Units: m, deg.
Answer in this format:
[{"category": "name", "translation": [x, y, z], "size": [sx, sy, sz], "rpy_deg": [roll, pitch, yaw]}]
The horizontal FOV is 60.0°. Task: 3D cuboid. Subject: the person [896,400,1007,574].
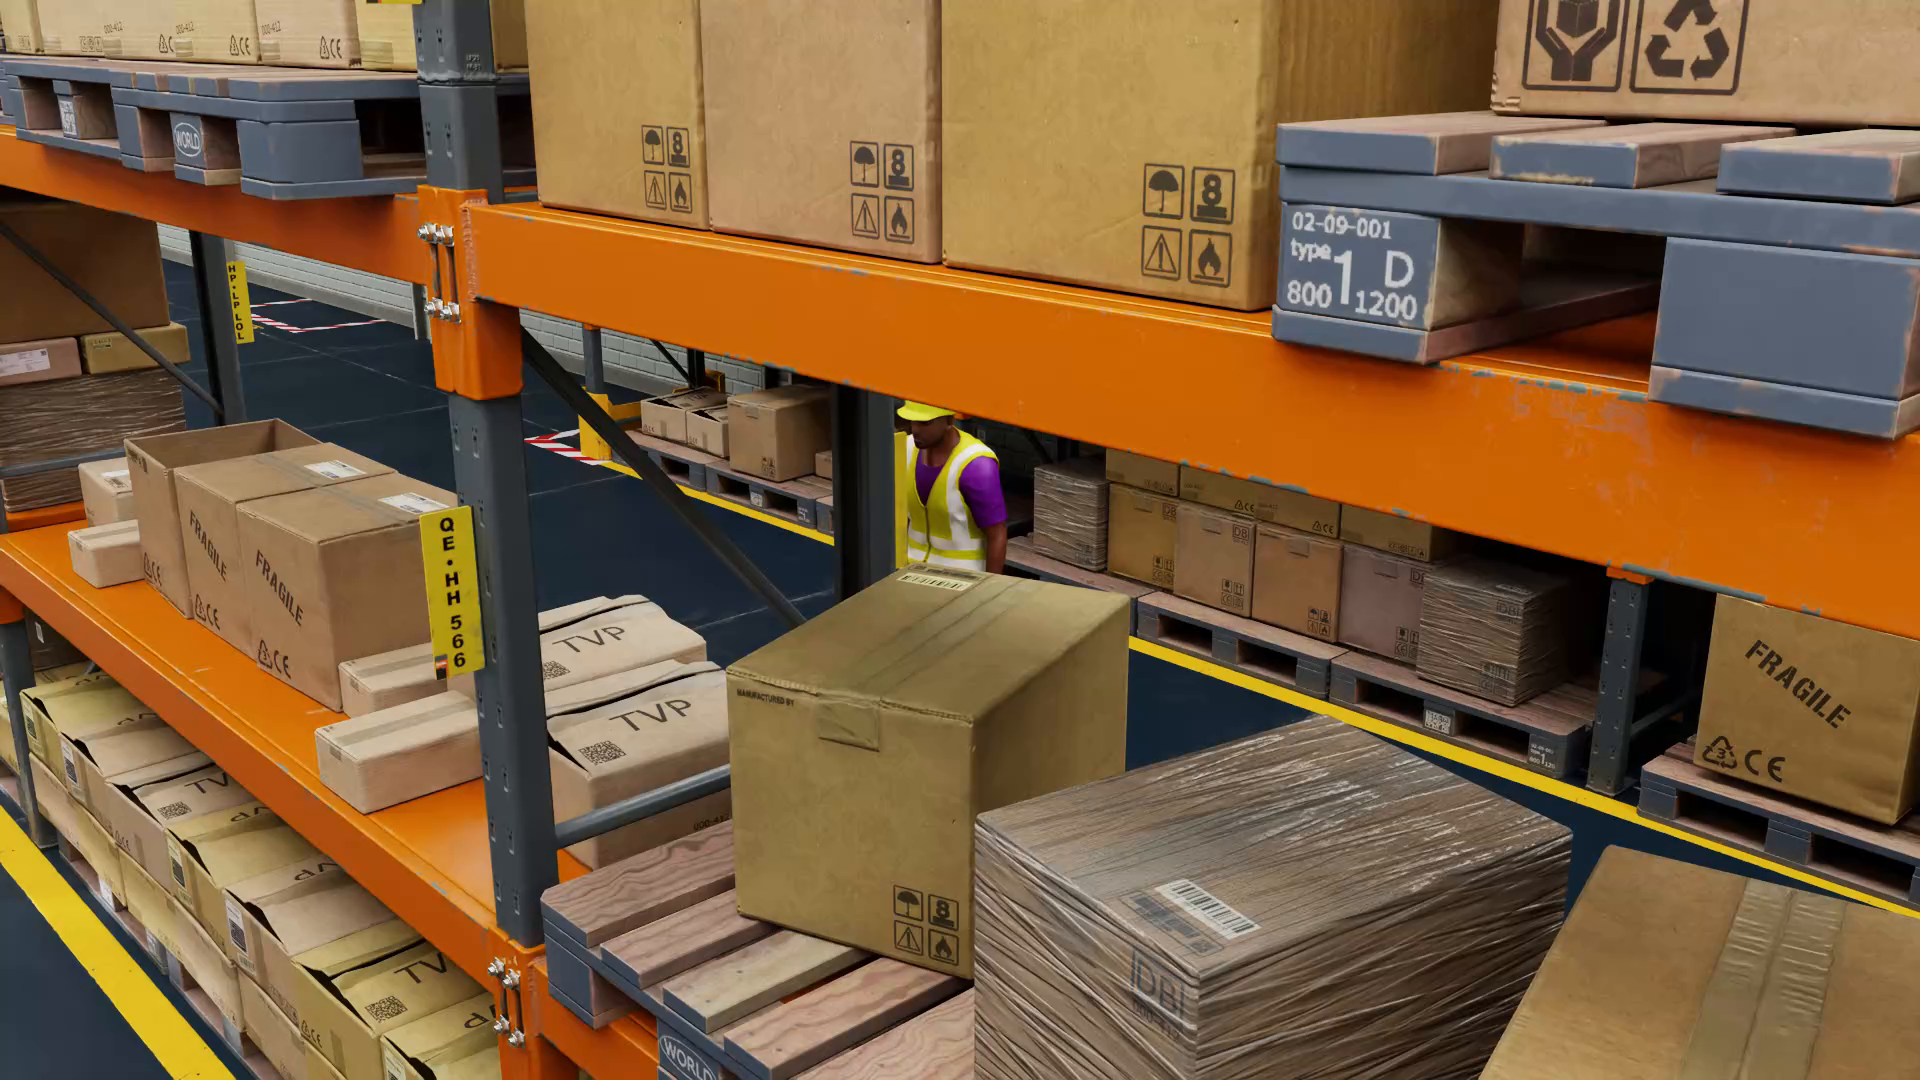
[{"category": "person", "translation": [-0.086, 0.159, 7.005], "size": [0.629, 1.759, 0.460], "rpy_deg": [16, 23, 41]}]
